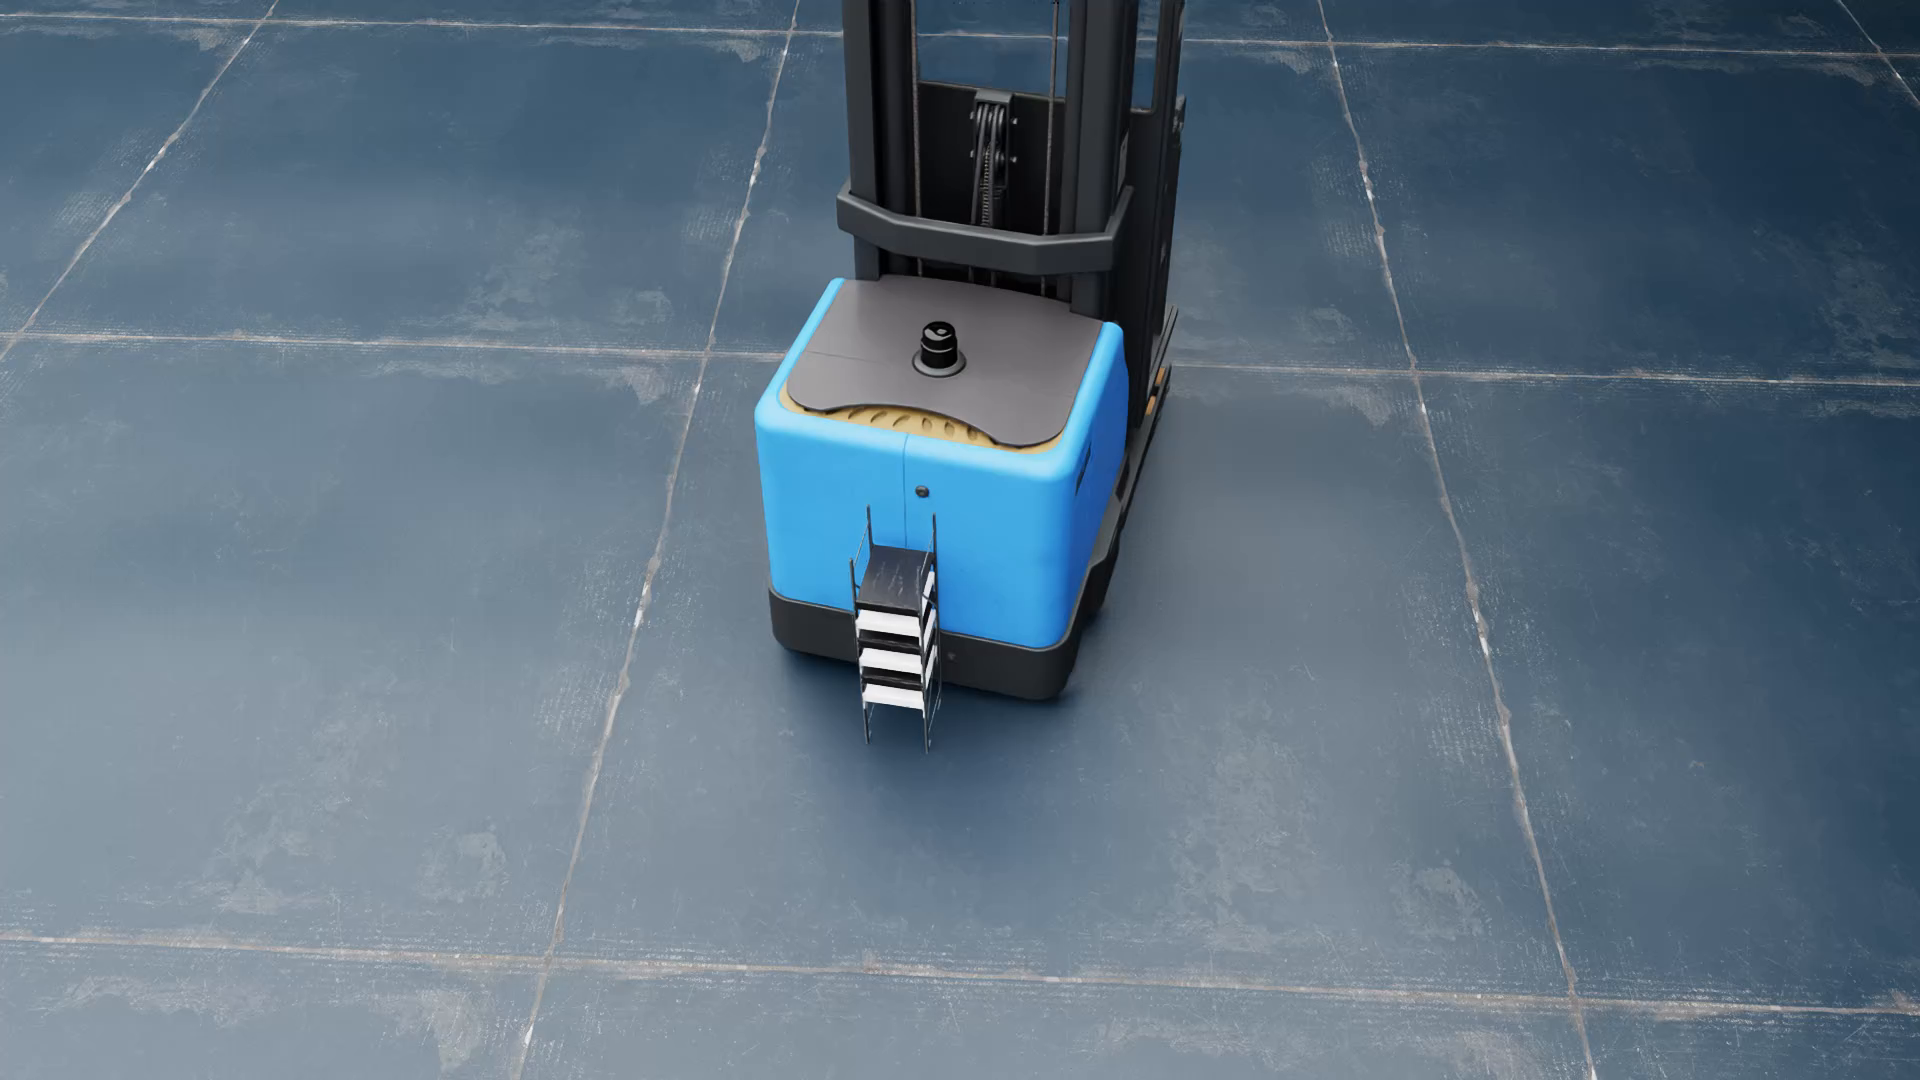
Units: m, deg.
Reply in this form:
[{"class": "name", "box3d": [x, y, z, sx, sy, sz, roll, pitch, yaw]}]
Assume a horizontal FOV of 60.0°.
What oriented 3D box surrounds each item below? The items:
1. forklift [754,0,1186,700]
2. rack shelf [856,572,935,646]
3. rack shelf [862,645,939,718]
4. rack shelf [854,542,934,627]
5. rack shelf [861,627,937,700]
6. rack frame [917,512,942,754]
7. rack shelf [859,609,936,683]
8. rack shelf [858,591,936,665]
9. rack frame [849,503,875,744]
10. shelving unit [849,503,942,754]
[{"class": "forklift", "box3d": [0.239, -1.557, 5.771, 1.130, 2.935, 3.031, 11, 44, 11]}, {"class": "rack shelf", "box3d": [-0.195, 0.197, 5.151, 0.200, 0.077, 0.258, 8, 47, 8]}, {"class": "rack shelf", "box3d": [-0.190, 0.444, 5.413, 0.200, 0.077, 0.258, 8, 47, 8]}, {"class": "rack shelf", "box3d": [-0.196, 0.135, 5.086, 0.200, 0.077, 0.258, 8, 47, 8]}, {"class": "rack shelf", "box3d": [-0.191, 0.382, 5.348, 0.200, 0.077, 0.258, 8, 47, 8]}, {"class": "rack frame", "box3d": [-0.093, 0.311, 5.244, 0.006, 0.900, 0.240, 8, 47, 8]}, {"class": "rack shelf", "box3d": [-0.192, 0.320, 5.282, 0.200, 0.077, 0.258, 8, 47, 8]}, {"class": "rack shelf", "box3d": [-0.193, 0.258, 5.217, 0.200, 0.077, 0.258, 8, 47, 8]}, {"class": "rack frame", "box3d": [-0.292, 0.284, 5.273, 0.006, 0.900, 0.240, 8, 47, 8]}, {"class": "shelving unit", "box3d": [-0.193, 0.297, 5.258, 0.210, 0.900, 0.258, 8, 47, 8]}]
